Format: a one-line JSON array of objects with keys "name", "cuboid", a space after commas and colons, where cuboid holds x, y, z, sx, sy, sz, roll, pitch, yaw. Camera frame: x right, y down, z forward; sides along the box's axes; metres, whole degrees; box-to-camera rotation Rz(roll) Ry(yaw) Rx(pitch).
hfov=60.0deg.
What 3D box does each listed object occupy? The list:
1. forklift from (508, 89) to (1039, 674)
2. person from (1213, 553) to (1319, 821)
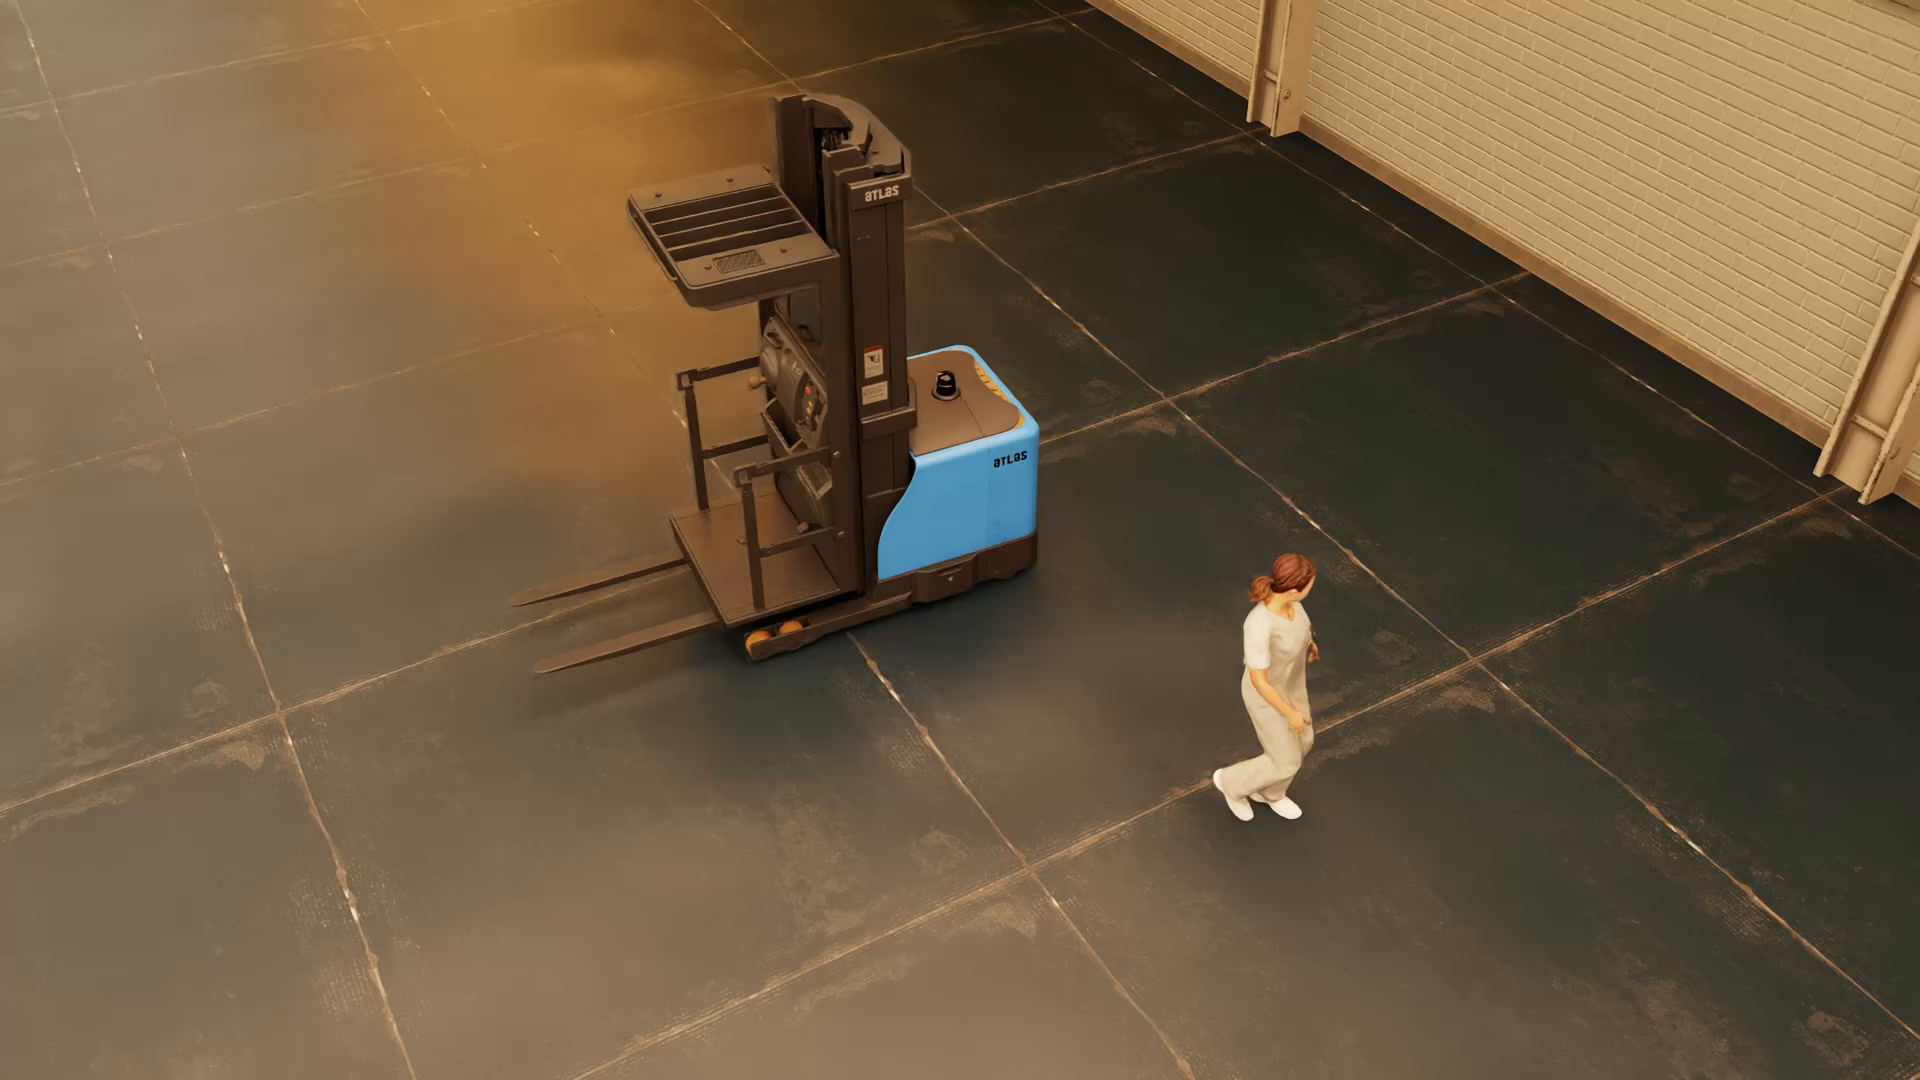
[{"name": "forklift", "cuboid": [-1.092, -0.829, 9.036, 3.031, 2.935, 1.130, -17, 42, -19]}, {"name": "person", "cuboid": [1.597, 0.718, 8.184, 0.462, 1.644, 0.667, 28, 47, 29]}]
